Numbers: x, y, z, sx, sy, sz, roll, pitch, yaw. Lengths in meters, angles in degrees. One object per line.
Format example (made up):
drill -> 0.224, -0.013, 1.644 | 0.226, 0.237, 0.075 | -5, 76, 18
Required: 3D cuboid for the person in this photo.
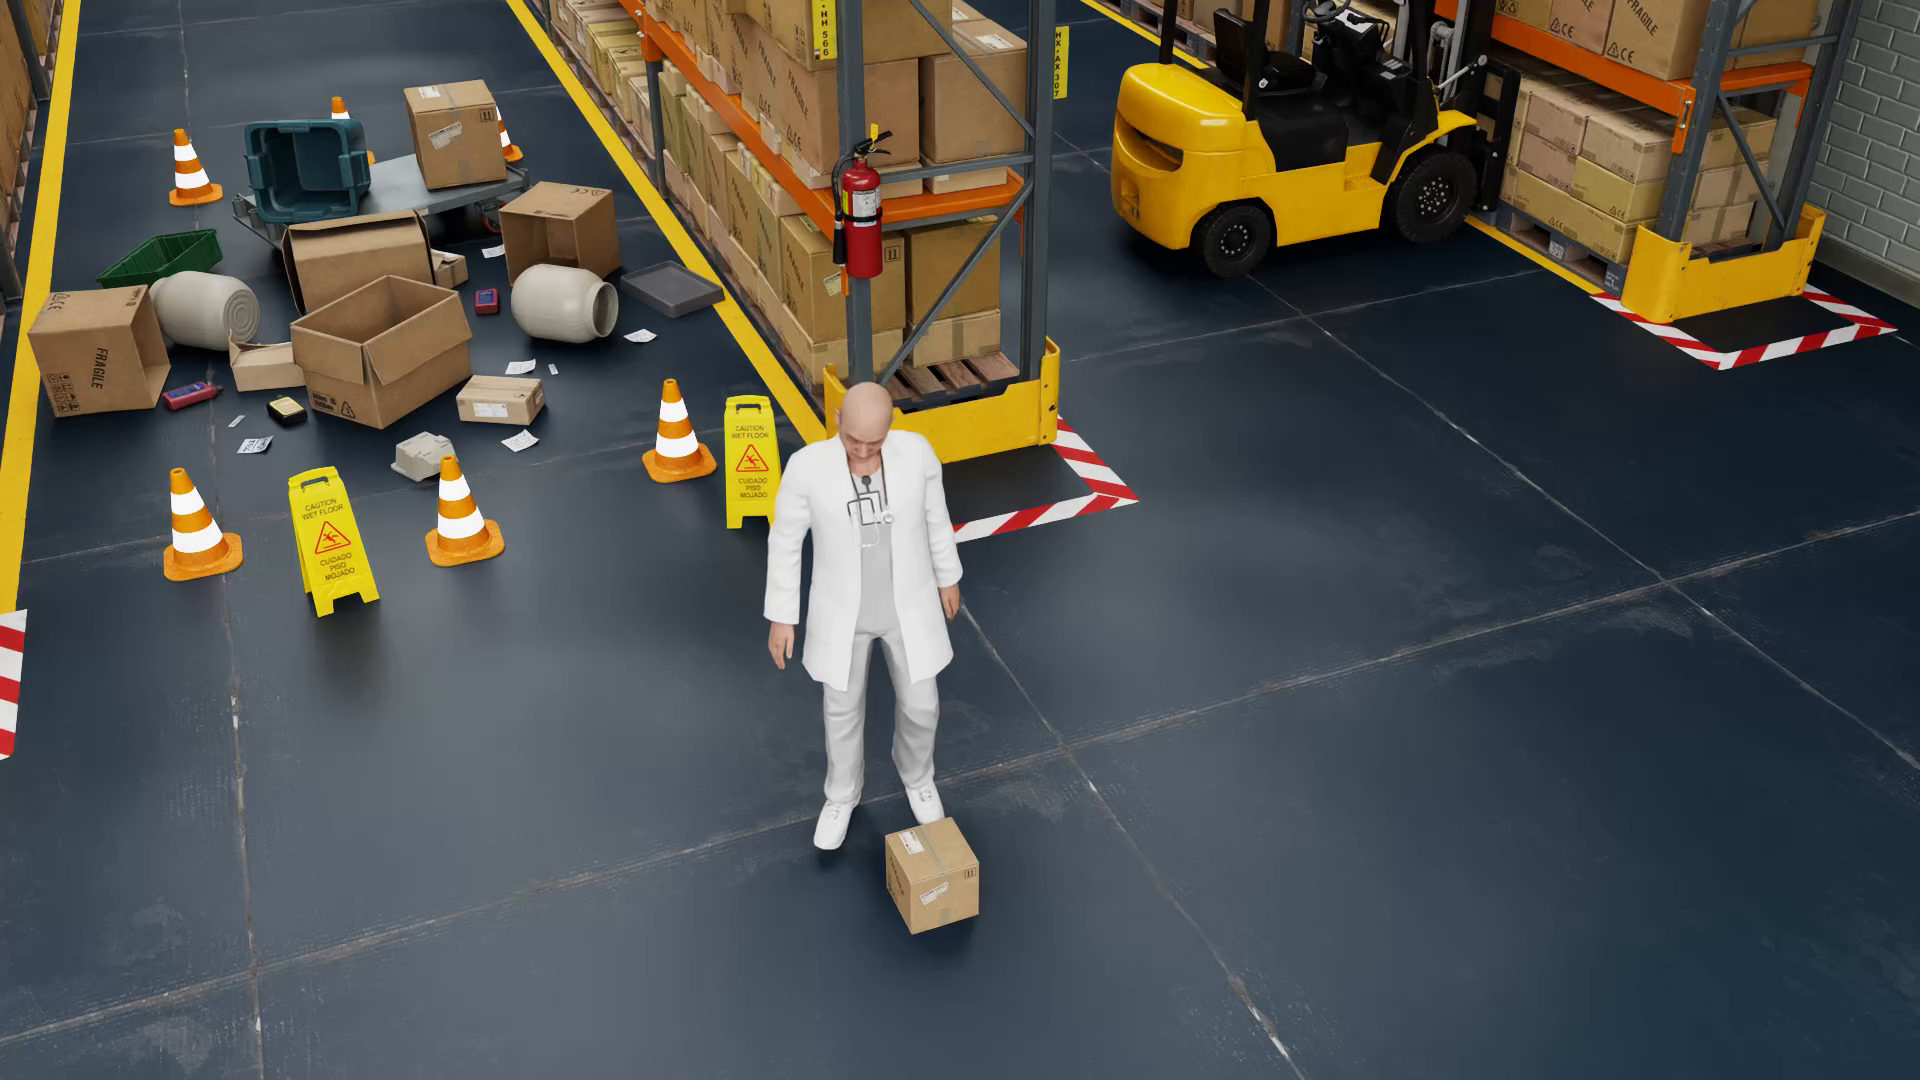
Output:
person -> -0.317, 0.274, 5.720 | 0.707, 1.801, 0.442 | -5, 33, -7
